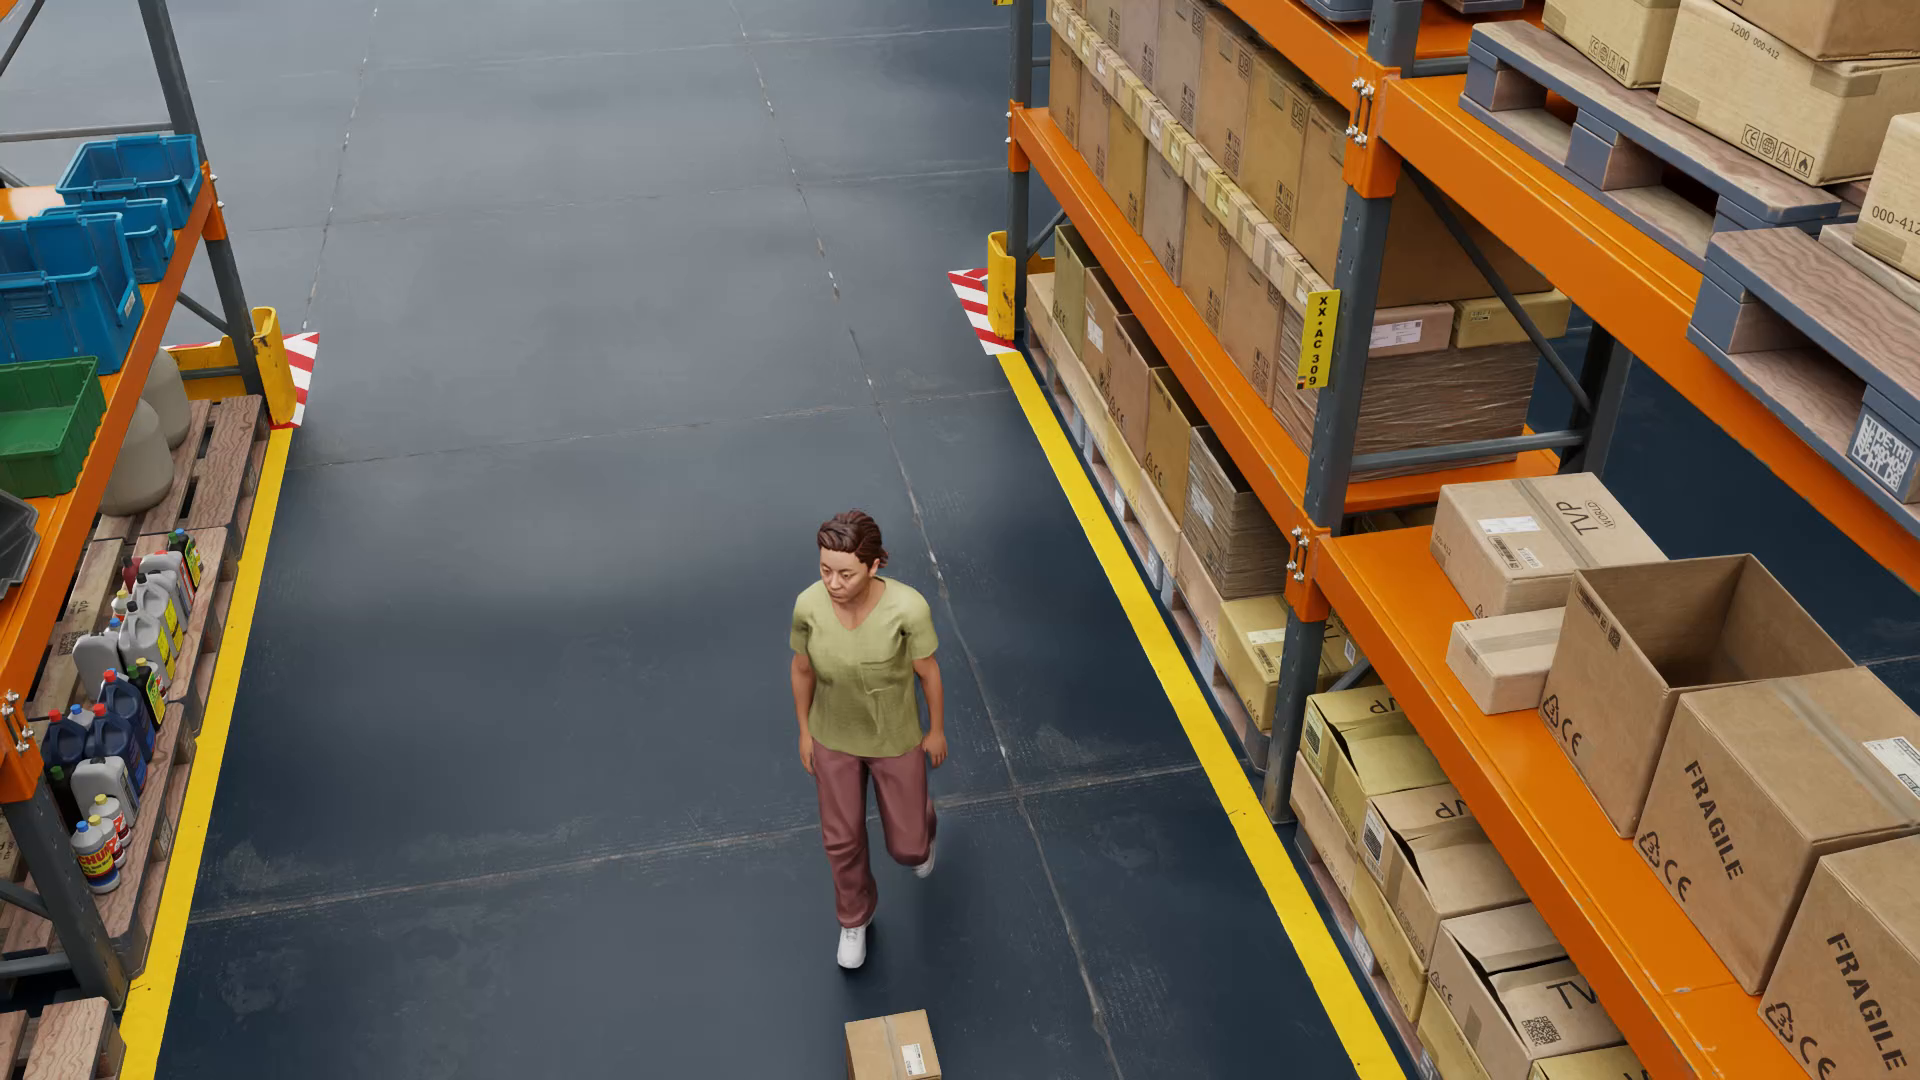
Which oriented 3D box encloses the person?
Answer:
[{"bbox_3d":[-0.279,0.589,5.256,0.492,1.665,0.589,6,35,9],"label":"person"}]
